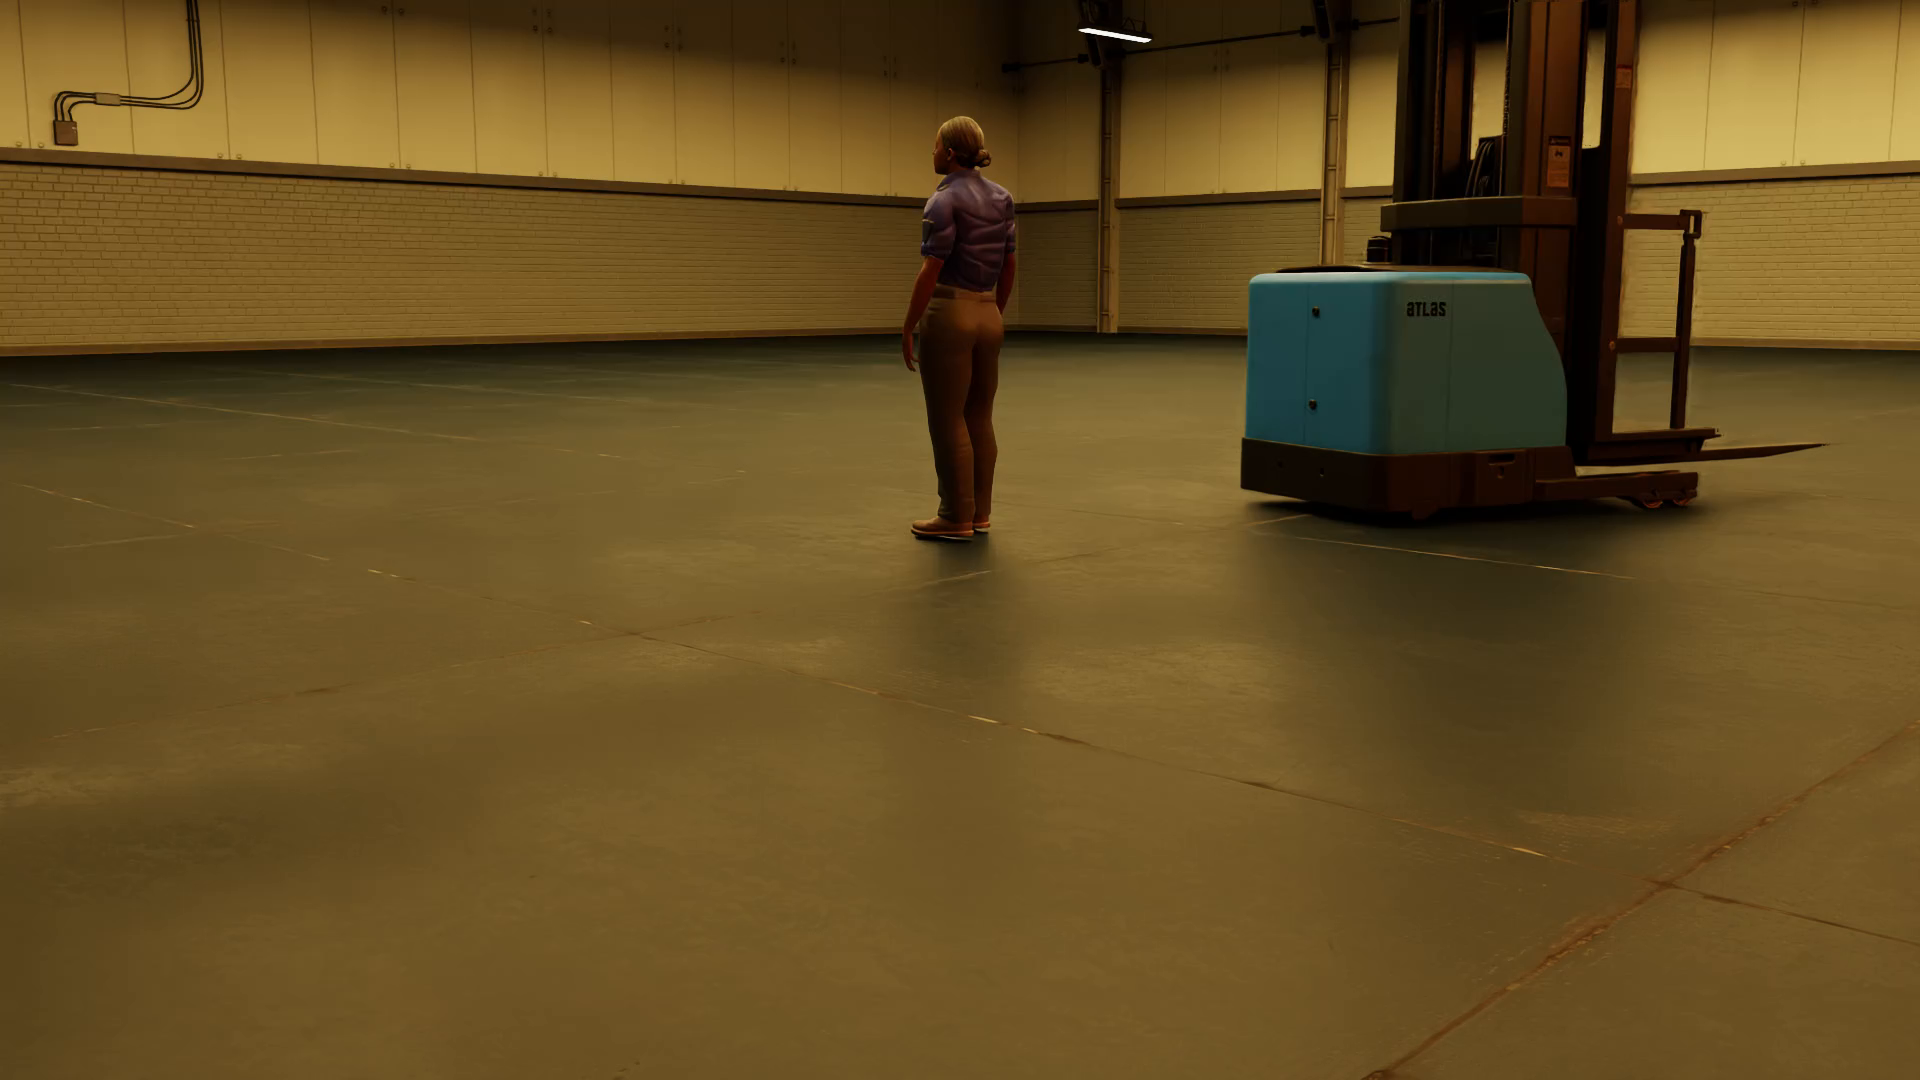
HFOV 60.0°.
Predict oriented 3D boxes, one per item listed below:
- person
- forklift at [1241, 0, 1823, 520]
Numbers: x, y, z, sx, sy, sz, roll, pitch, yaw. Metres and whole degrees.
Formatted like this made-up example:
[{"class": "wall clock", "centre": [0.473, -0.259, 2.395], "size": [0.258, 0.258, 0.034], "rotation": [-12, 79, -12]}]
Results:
[{"class": "person", "centre": [-0.049, -0.836, 6.667], "size": [0.504, 1.654, 0.569], "rotation": [8, 12, 43]}, {"class": "forklift", "centre": [2.883, -1.660, 7.898], "size": [3.031, 2.935, 1.130], "rotation": [-4, 10, -26]}]
